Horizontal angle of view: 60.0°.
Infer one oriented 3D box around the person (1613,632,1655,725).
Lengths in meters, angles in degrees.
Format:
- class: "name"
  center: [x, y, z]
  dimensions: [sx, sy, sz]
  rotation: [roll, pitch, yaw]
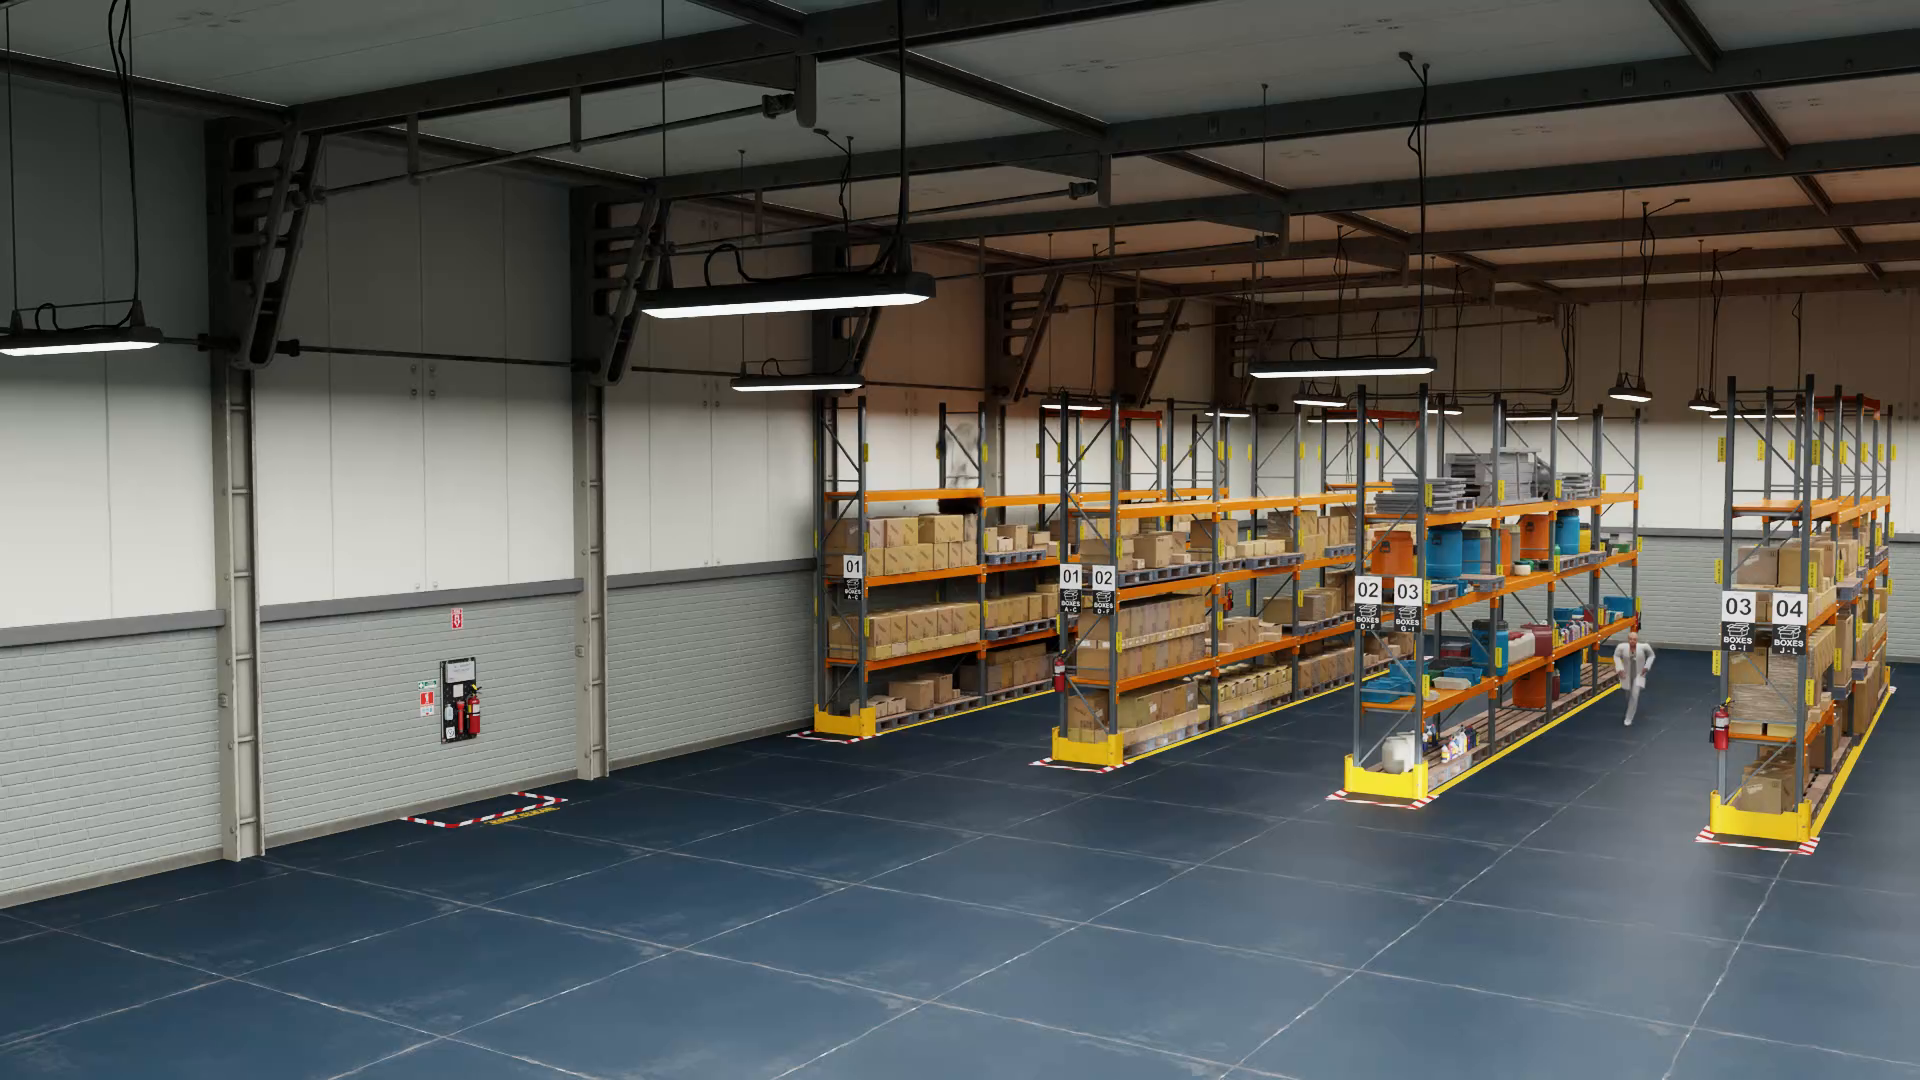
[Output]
- class: "person"
  center: [12.530, 2.547, 30.928]
  dimensions: [0.722, 1.739, 0.974]
  rotation: [1, 3, 22]
